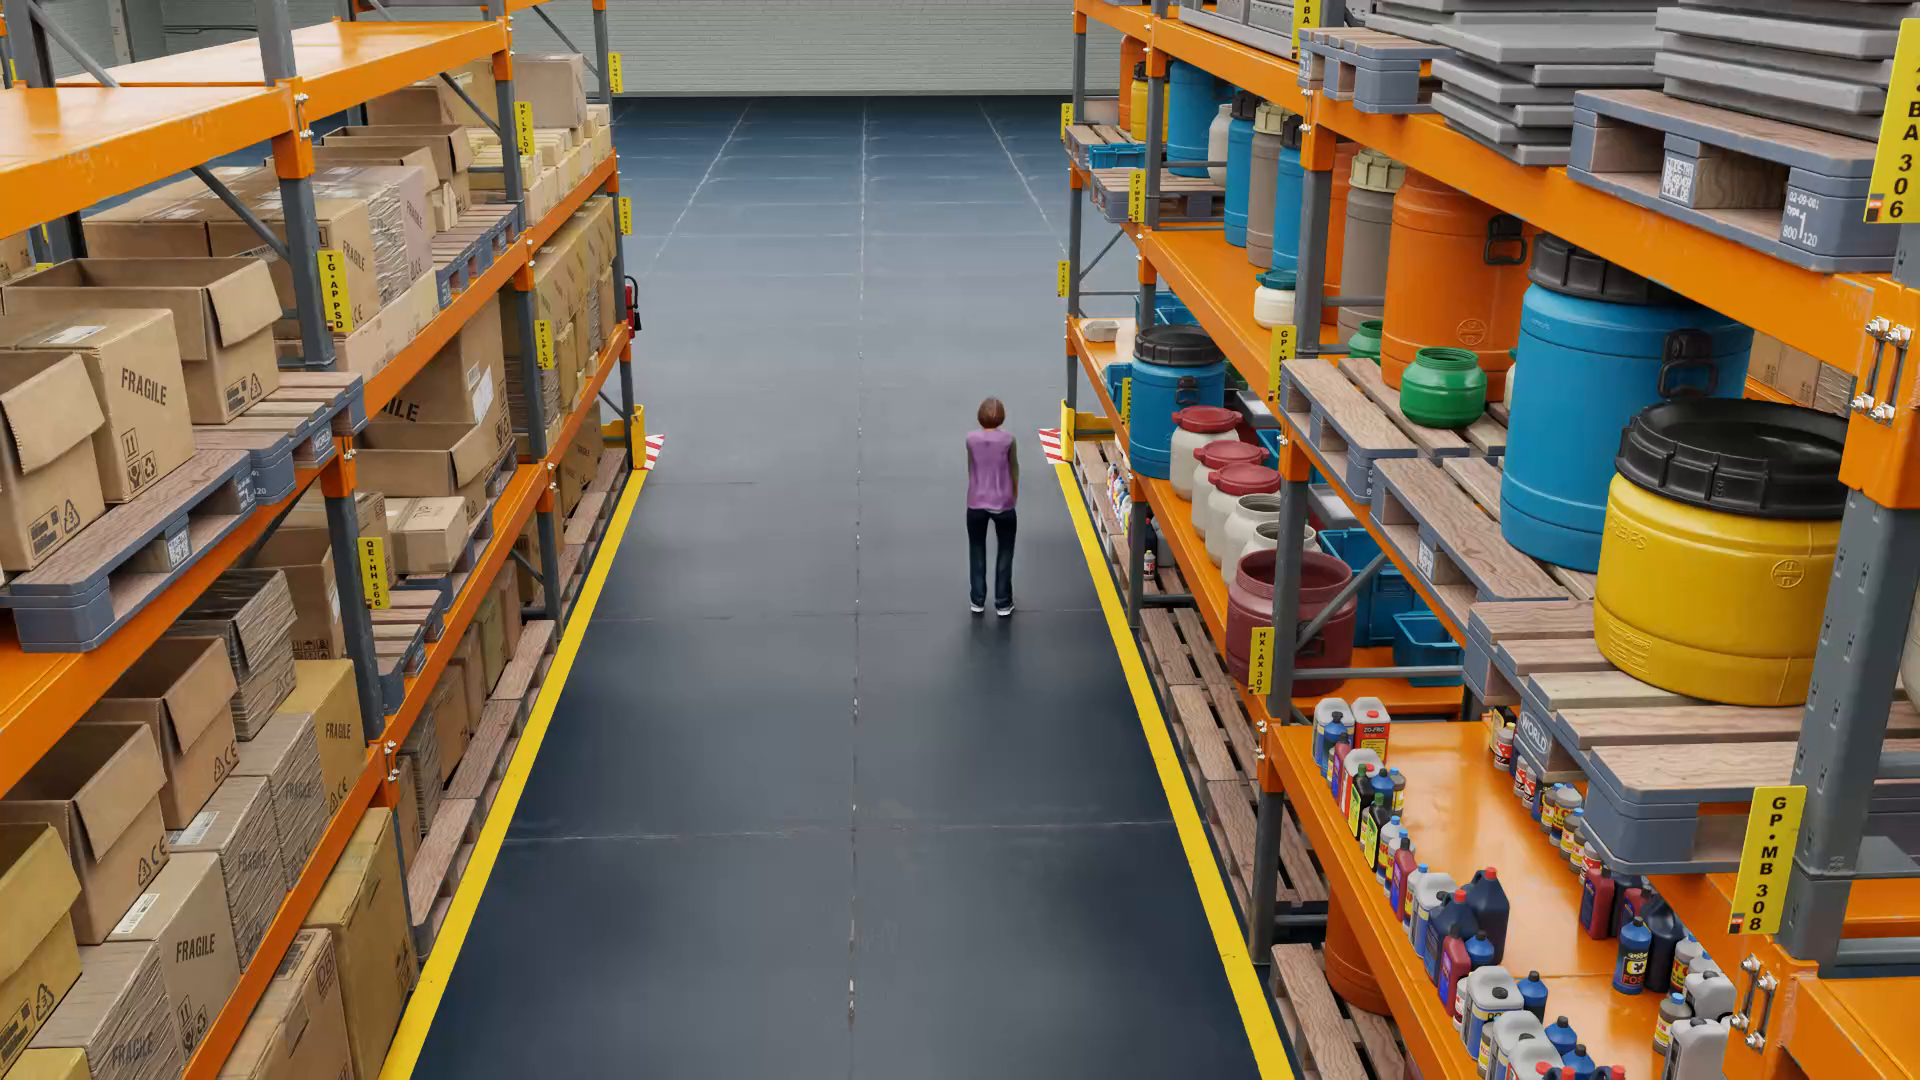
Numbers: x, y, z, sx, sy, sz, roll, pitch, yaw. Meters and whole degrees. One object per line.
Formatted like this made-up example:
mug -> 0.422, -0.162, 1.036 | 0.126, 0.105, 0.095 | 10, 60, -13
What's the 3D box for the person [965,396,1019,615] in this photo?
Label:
person -> 0.227, -0.260, 11.789 | 0.375, 1.598, 0.503 | 3, 21, 8
